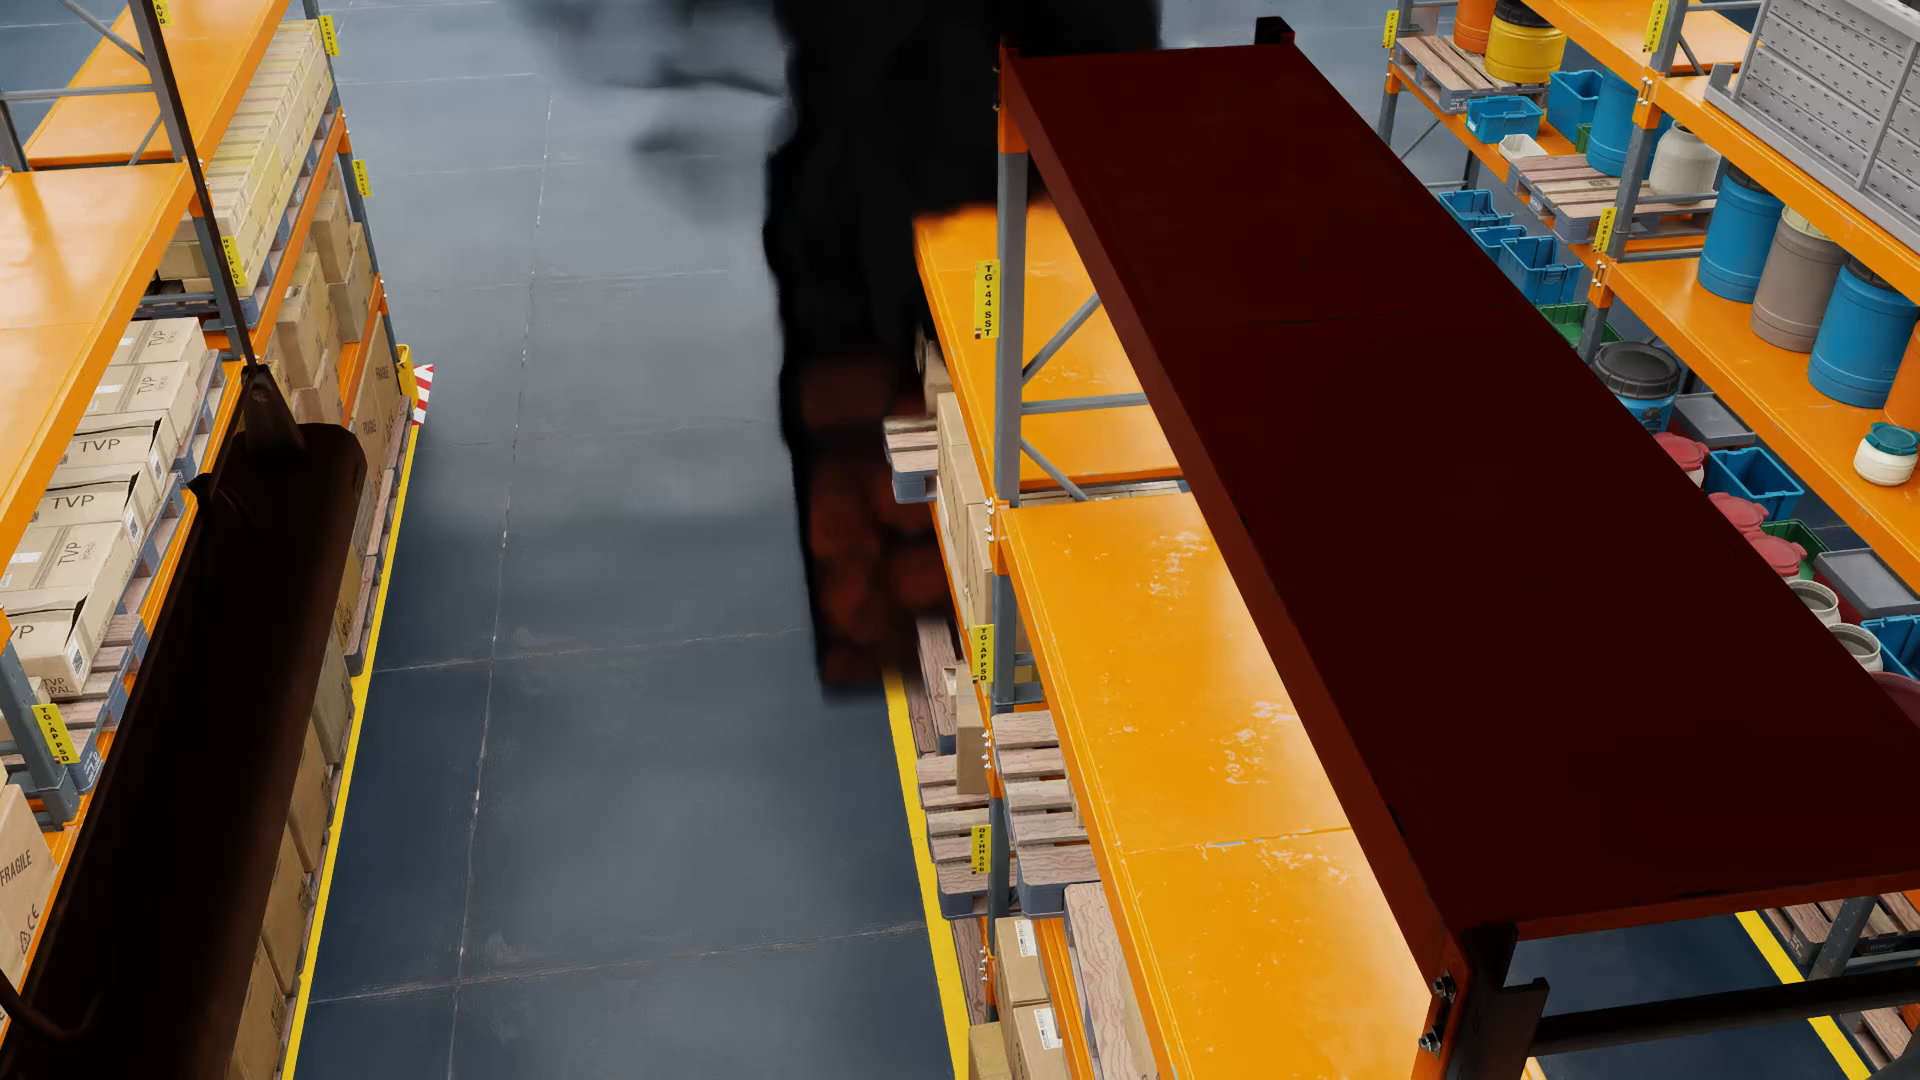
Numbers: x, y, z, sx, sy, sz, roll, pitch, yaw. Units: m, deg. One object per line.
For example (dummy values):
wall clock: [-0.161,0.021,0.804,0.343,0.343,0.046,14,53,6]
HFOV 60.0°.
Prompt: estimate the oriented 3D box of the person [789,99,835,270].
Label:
person: [-1.361,-3.559,16.793,0.850,1.836,0.681,21,41,26]
